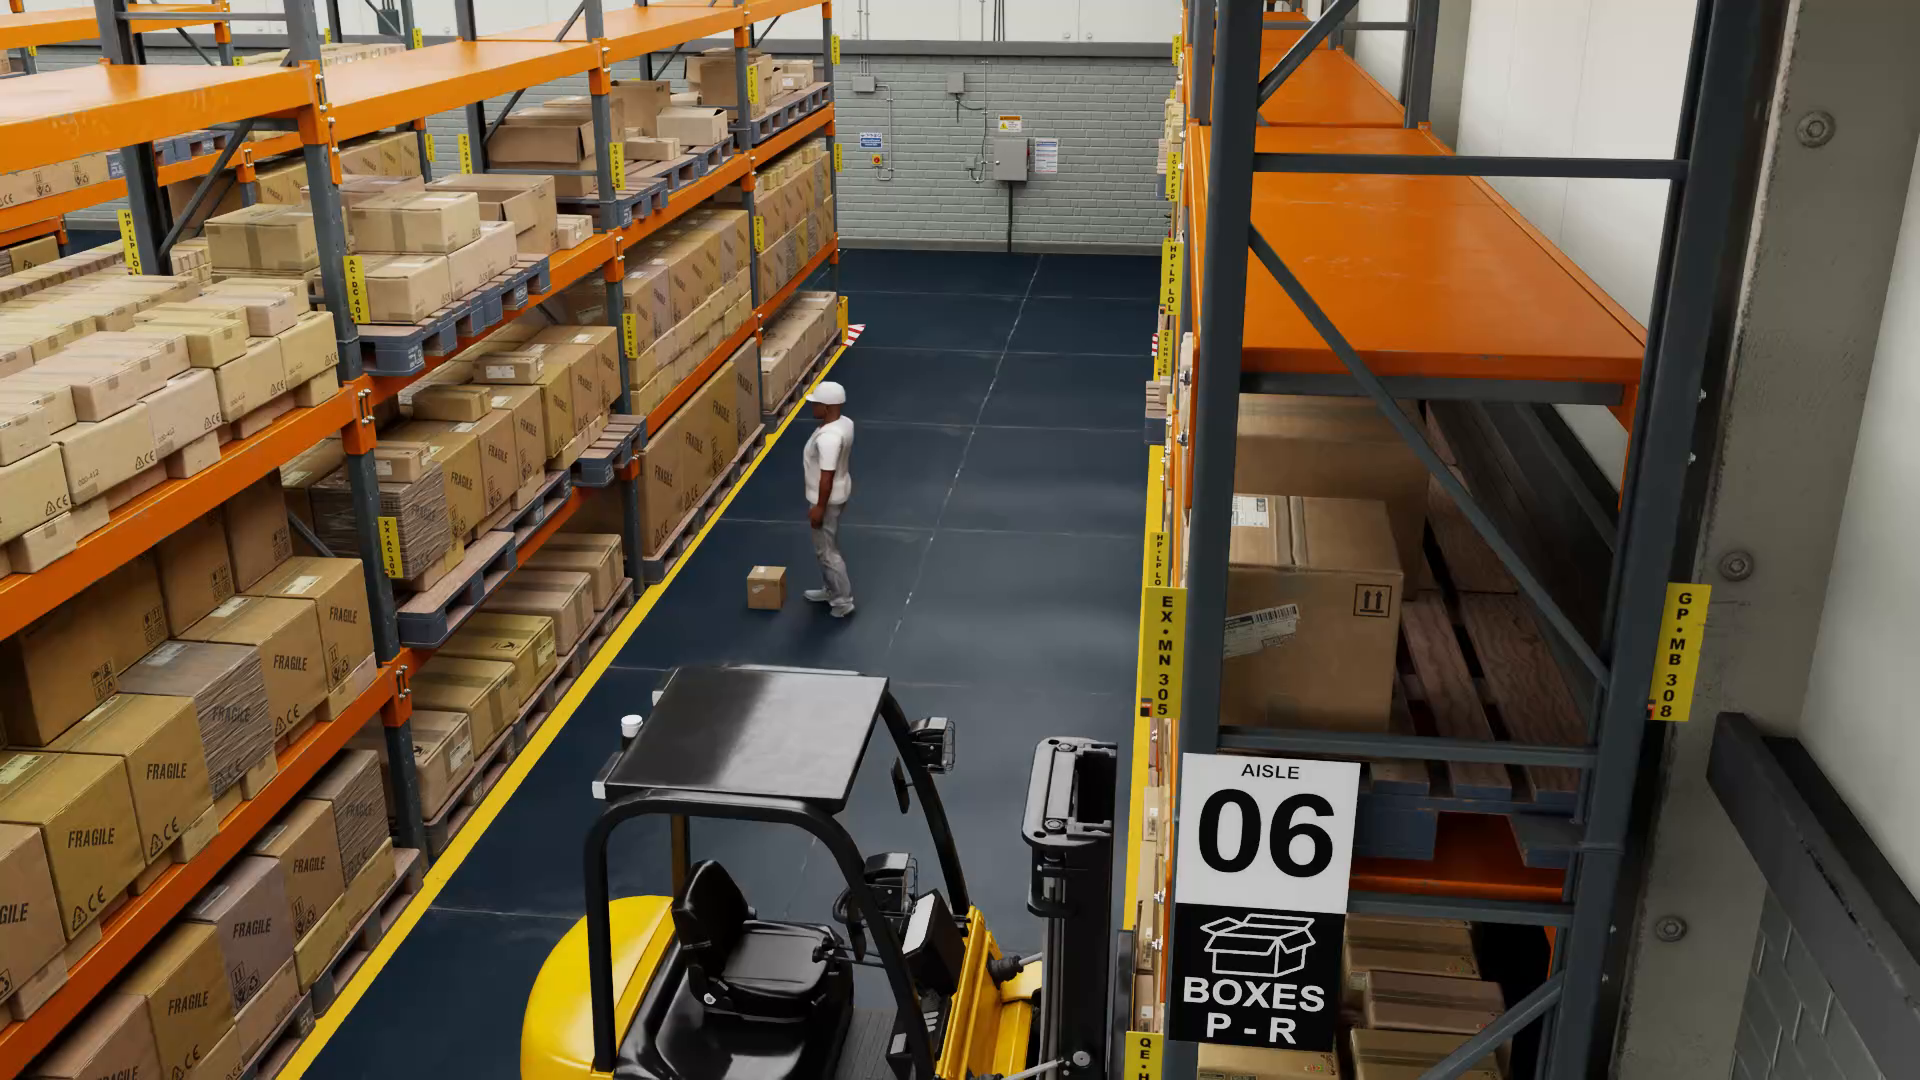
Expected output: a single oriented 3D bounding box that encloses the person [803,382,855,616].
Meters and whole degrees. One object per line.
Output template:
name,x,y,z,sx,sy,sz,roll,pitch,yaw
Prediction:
person,-0.992,-0.284,12.323,0.446,1.833,0.571,3,21,7
